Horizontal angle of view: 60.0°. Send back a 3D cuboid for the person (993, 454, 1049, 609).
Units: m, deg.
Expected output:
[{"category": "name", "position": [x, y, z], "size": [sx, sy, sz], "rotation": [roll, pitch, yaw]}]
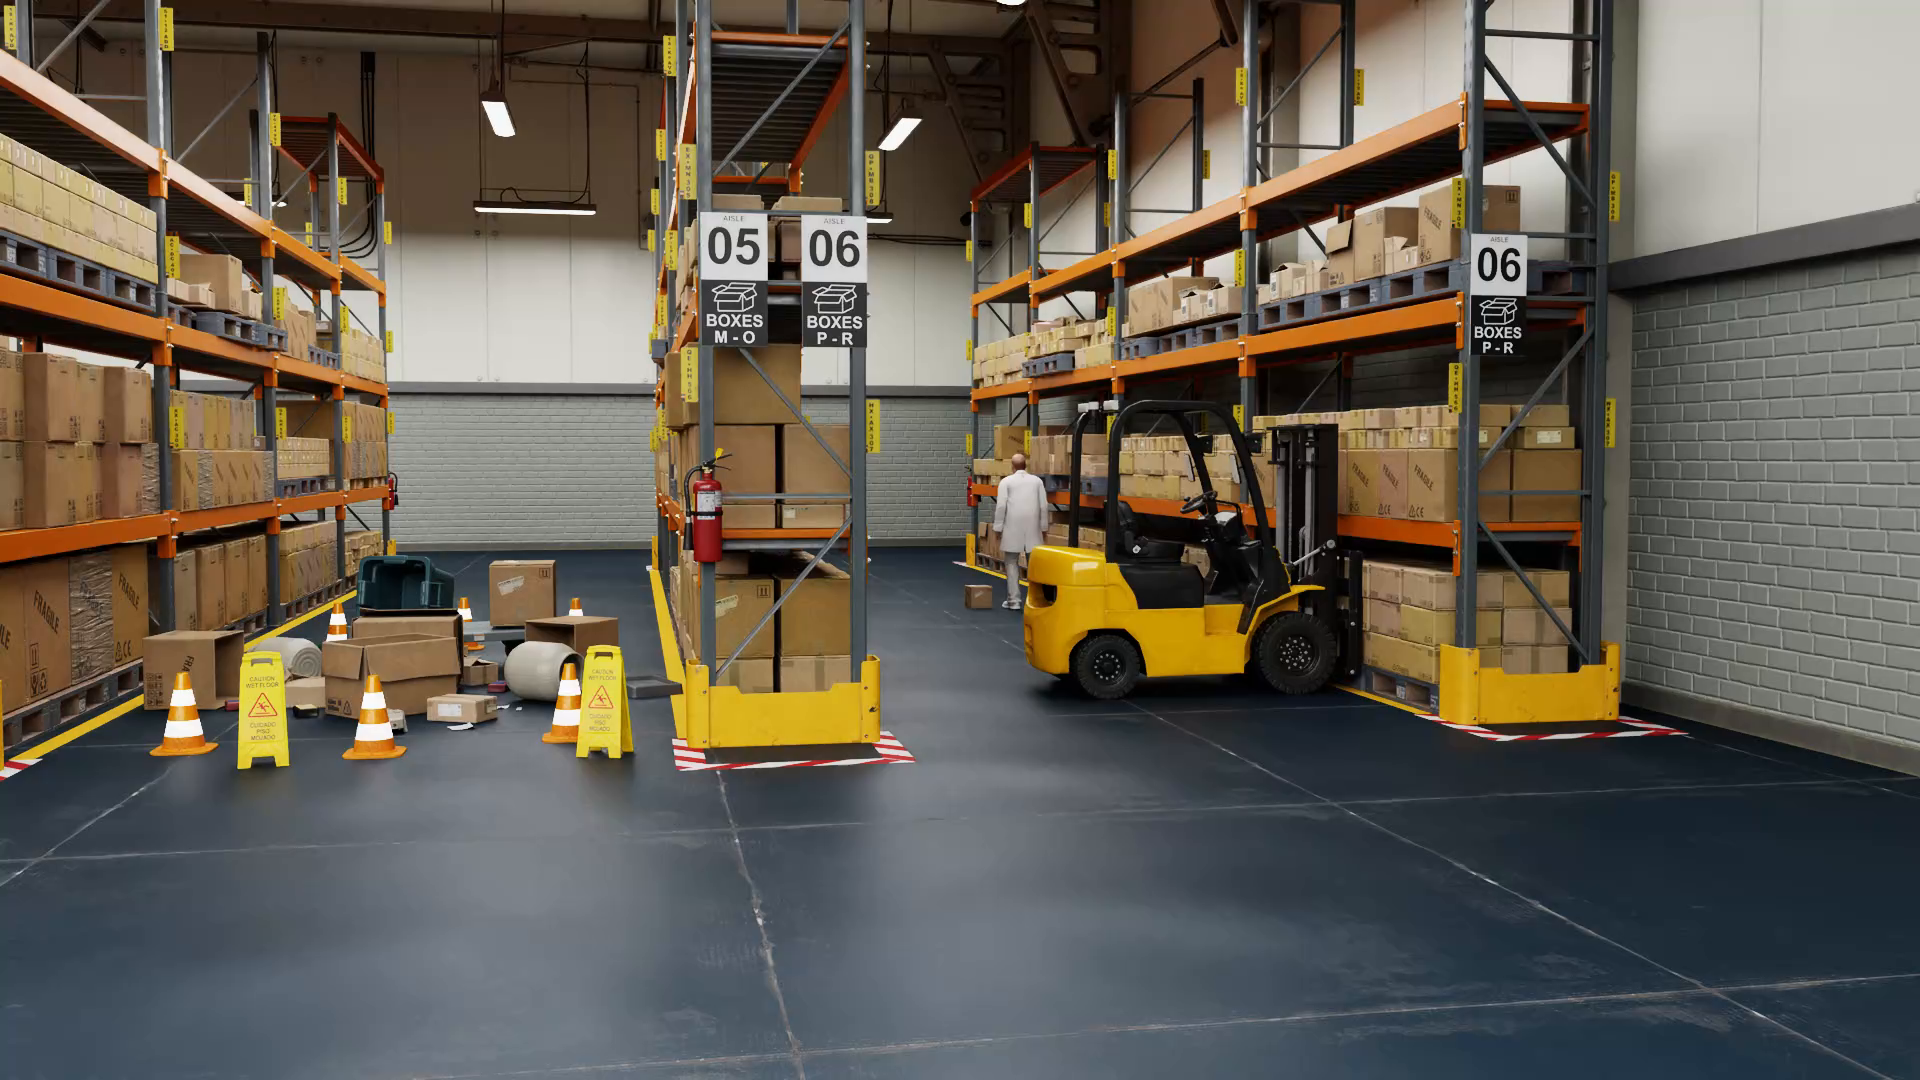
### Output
[{"category": "person", "position": [0.703, -0.098, 19.032], "size": [0.655, 1.774, 0.415], "rotation": [-1, 3, -12]}]
